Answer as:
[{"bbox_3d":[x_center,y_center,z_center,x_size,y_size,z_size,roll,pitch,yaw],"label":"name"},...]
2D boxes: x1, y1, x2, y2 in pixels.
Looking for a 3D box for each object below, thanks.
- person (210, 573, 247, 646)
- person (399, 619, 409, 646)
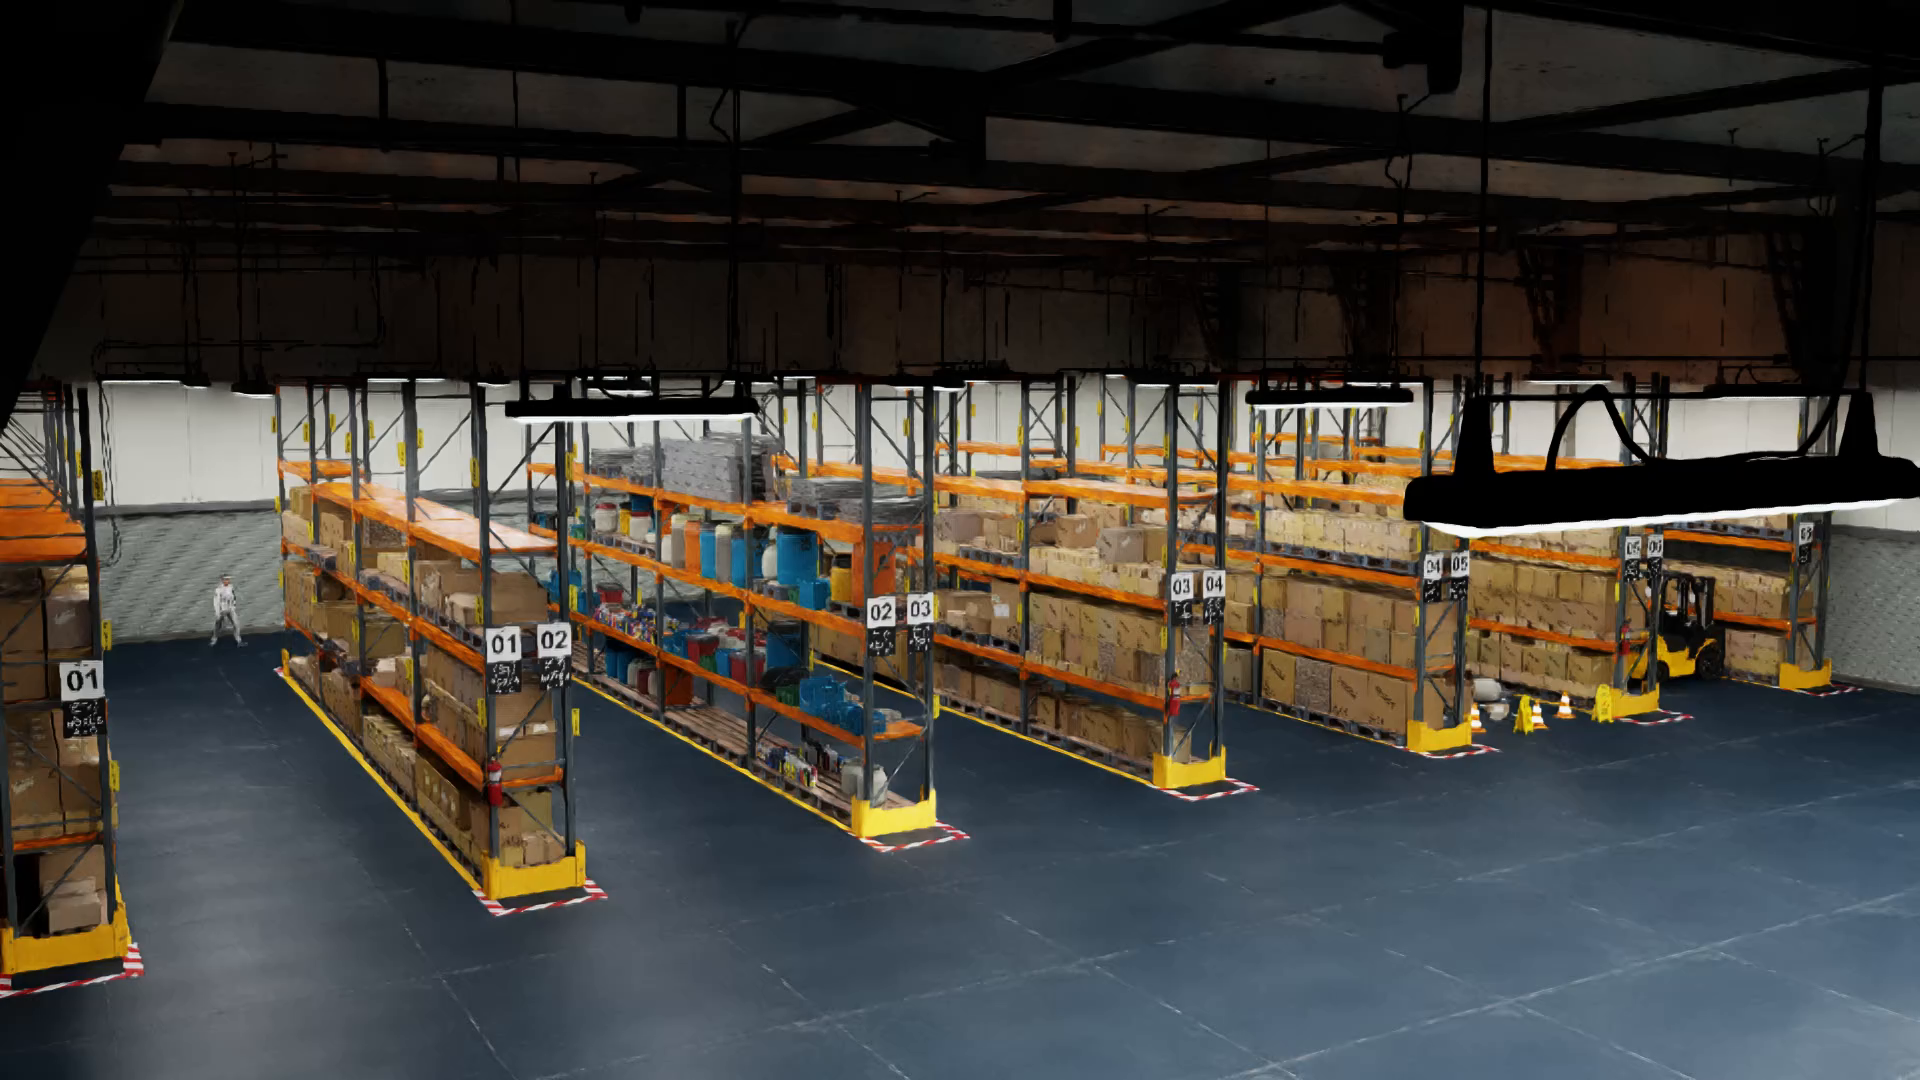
[{"bbox_3d":[-16.152,1.528,36.572,0.938,1.625,0.529,5,8,37],"label":"person"},{"bbox_3d":[-11.327,1.759,33.717,0.496,1.774,0.629,-2,7,-21],"label":"person"}]
